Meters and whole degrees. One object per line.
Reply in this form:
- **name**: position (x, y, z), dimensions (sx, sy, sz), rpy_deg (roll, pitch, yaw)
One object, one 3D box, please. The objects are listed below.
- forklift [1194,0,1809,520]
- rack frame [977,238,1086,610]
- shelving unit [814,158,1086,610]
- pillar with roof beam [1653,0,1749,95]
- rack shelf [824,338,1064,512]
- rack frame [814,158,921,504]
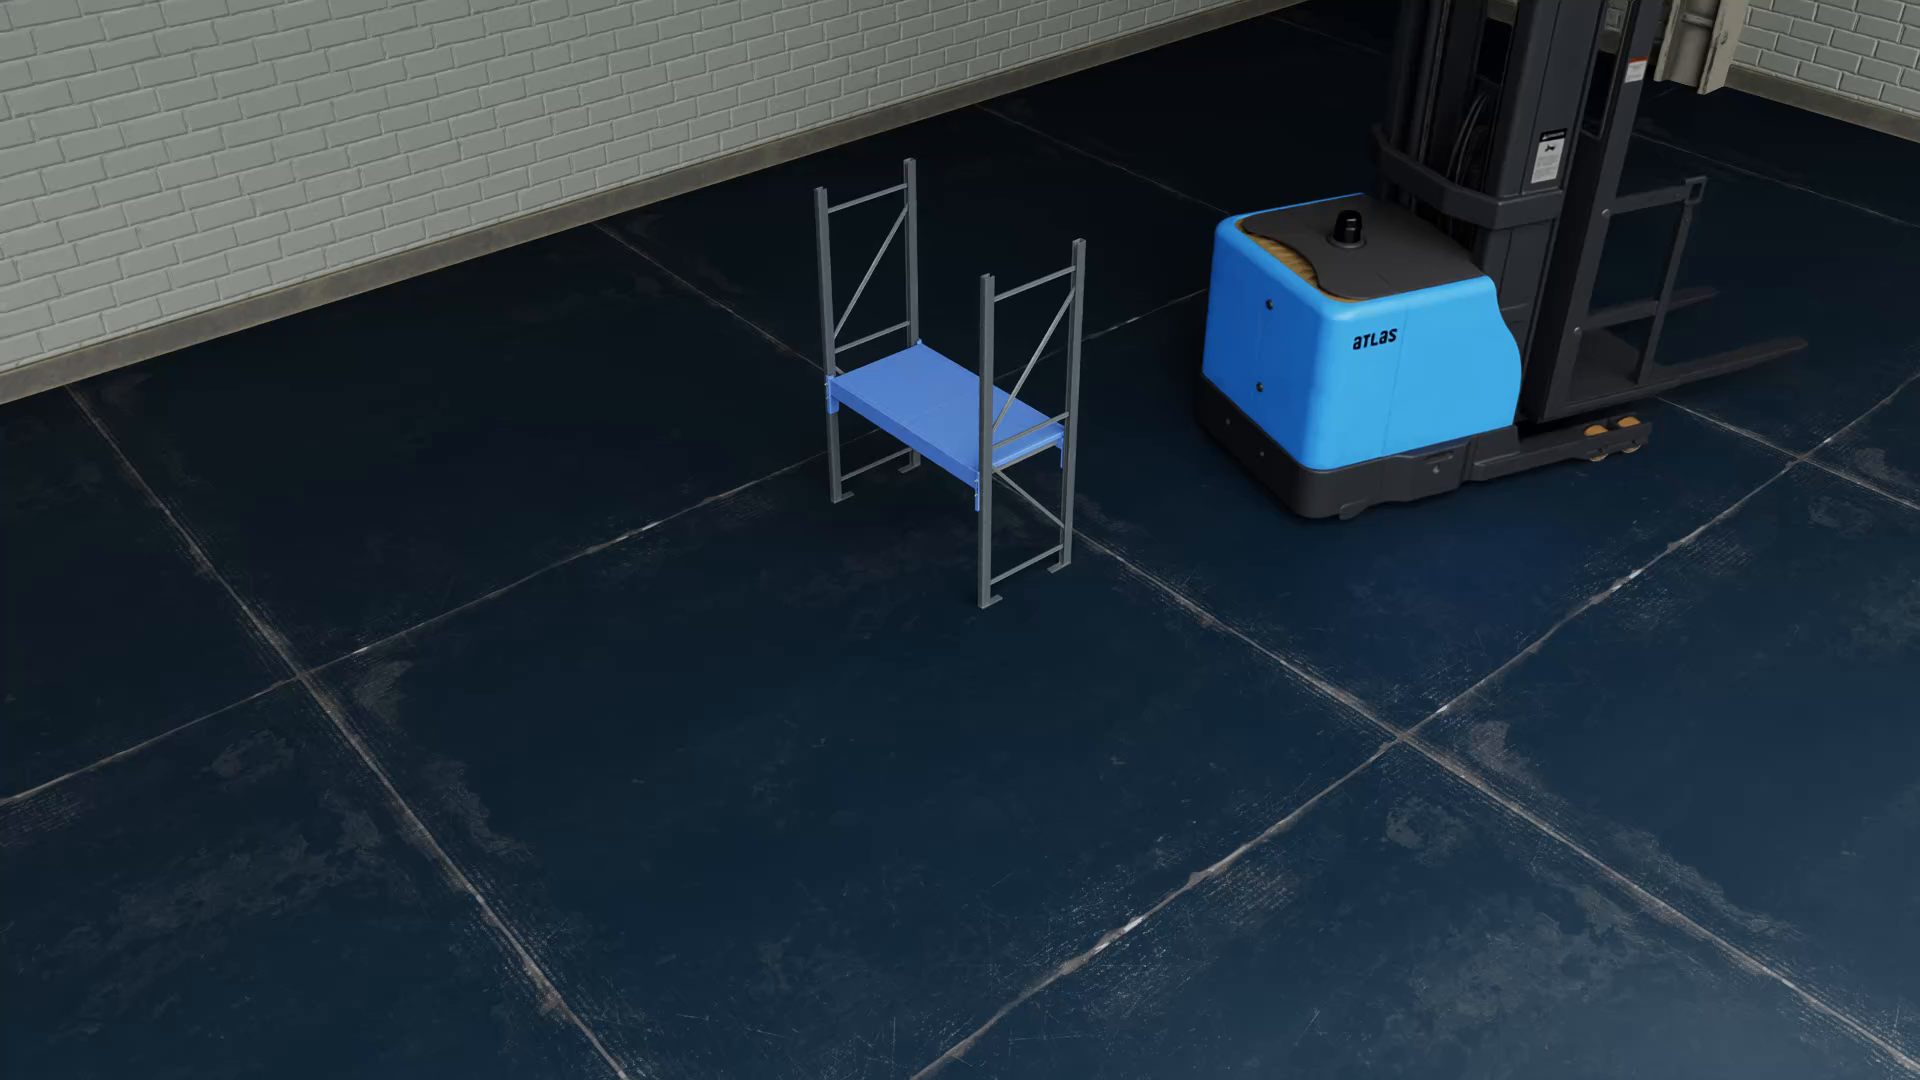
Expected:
- **forklift**: position (2.690, -1.830, 7.298), dimensions (3.031, 2.935, 1.130), rpy_deg (-14, 38, -18)
- **rack frame**: position (0.273, -0.425, 6.553), dimensions (0.500, 1.500, 0.032), rpy_deg (-26, 43, -32)
- **shelving unit**: position (-0.055, -0.650, 6.870), dimensions (0.538, 1.500, 1.048), rpy_deg (-26, 43, -32)
- **pillar with roof beam**: position (1.912, -5.332, 6.993), dimensions (9.100, 9.000, 0.400), rpy_deg (-26, 43, -32)
- **rack shelf**: position (-0.055, -0.503, 6.974), dimensions (0.538, 0.185, 1.000), rpy_deg (-26, 43, -32)
- **rack frame**: position (-0.383, -0.874, 7.187), dimensions (0.500, 1.500, 0.032), rpy_deg (-26, 43, -32)
